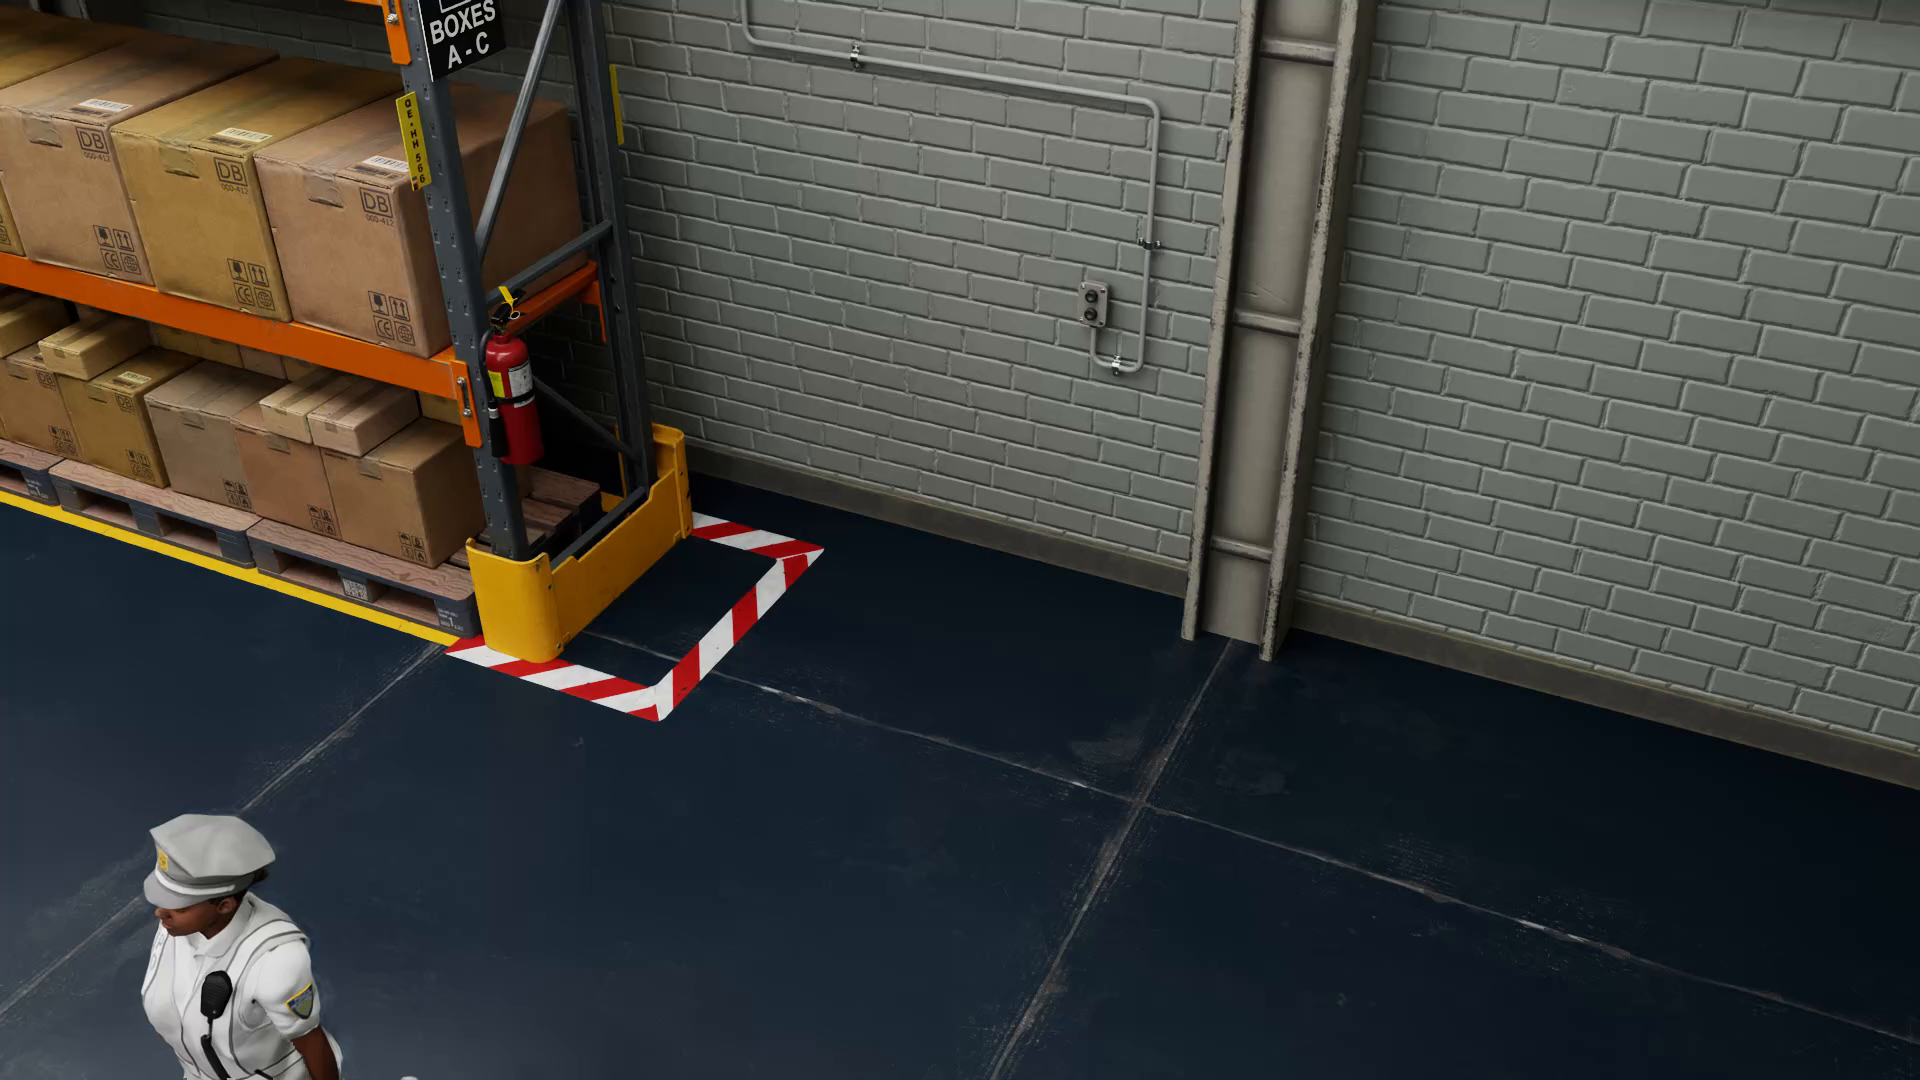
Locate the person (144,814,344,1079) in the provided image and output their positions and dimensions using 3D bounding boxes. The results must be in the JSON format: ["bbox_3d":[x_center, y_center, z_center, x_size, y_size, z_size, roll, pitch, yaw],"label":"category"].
[{"bbox_3d":[-7.726,1.882,3.153,9.438,1.806,9.065,19,38,26],"label":"person"}]
